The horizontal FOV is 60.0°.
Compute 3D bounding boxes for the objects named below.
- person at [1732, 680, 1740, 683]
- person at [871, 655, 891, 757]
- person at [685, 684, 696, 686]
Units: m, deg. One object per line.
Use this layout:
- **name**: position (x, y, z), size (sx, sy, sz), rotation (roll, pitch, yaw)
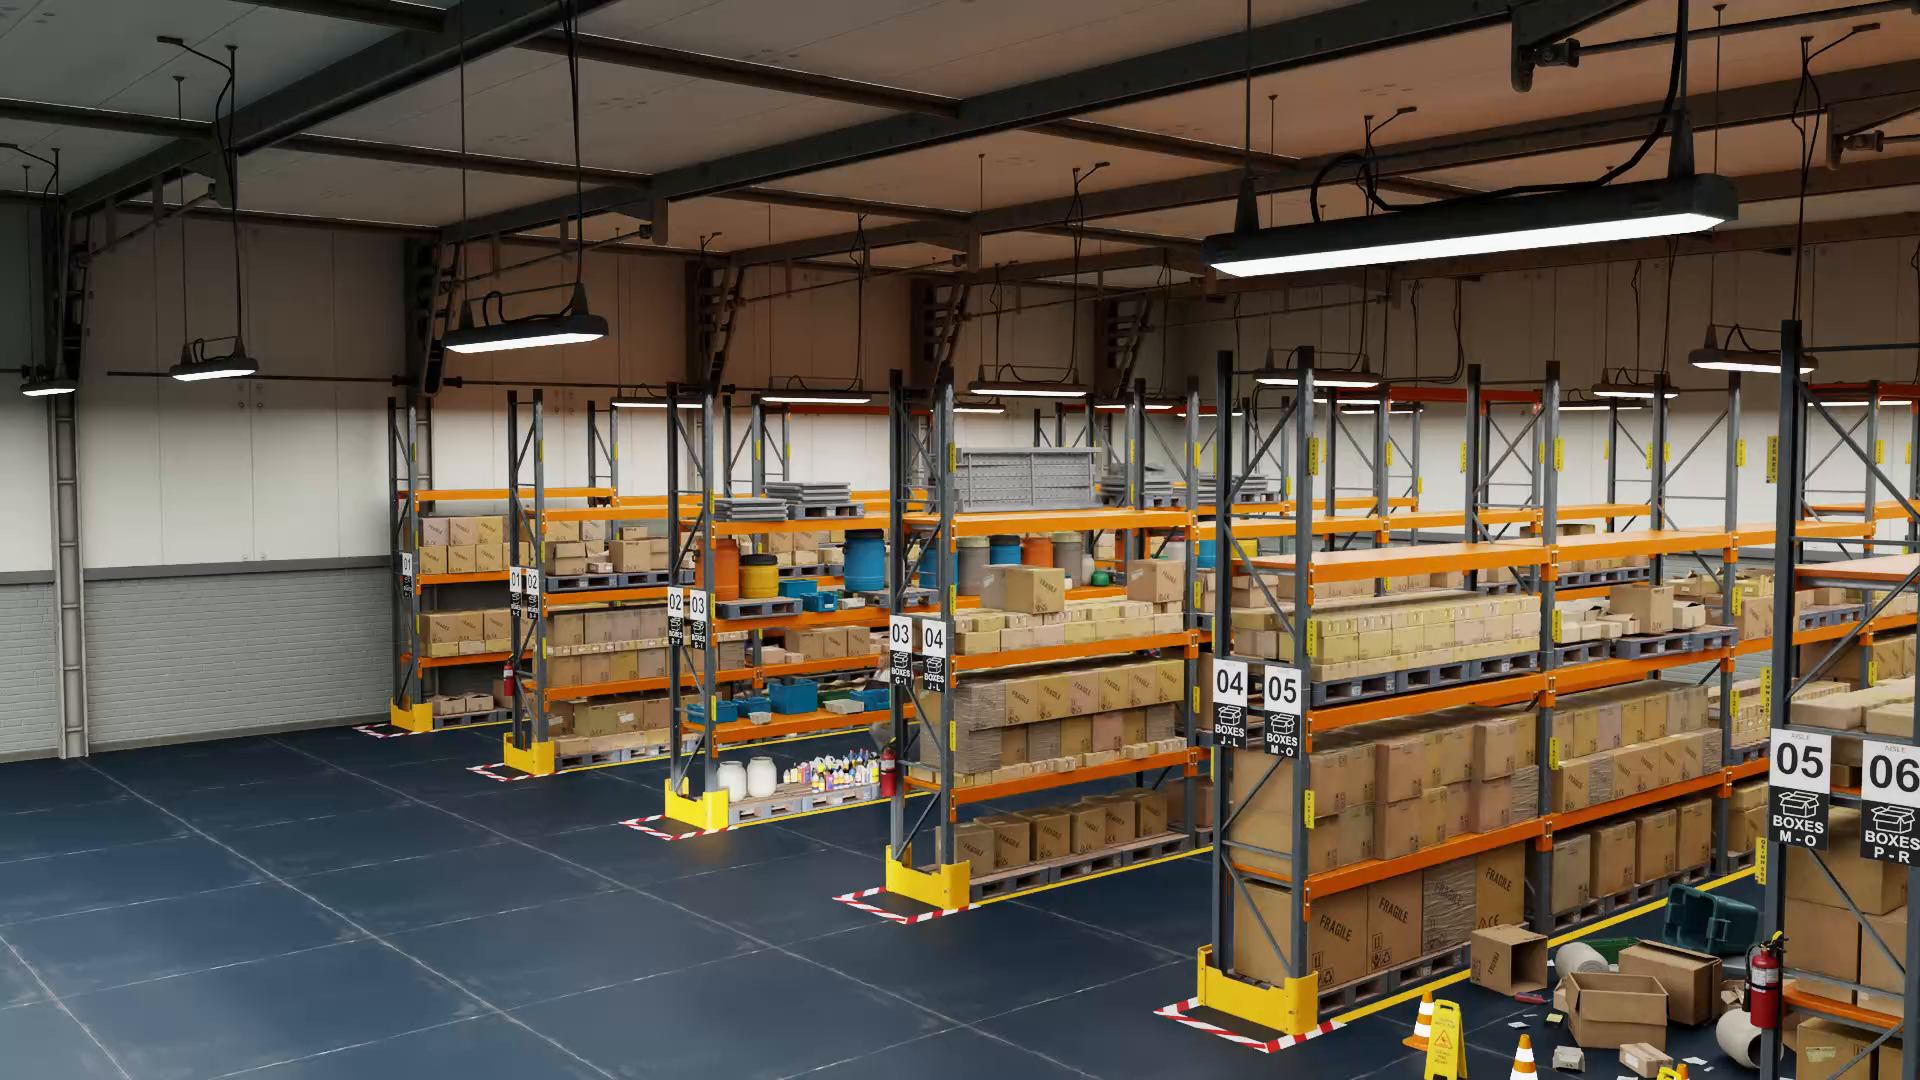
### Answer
- **person**: position (11.663, 2.912, 24.945), size (0.726, 1.652, 0.558), rotation (-3, 4, -38)
- **person**: position (-1.263, 2.726, 26.936), size (0.633, 1.735, 0.707), rotation (-3, 4, -41)
- **person**: position (-4.882, 2.590, 30.334), size (0.587, 1.602, 0.574), rotation (-3, 4, -41)
